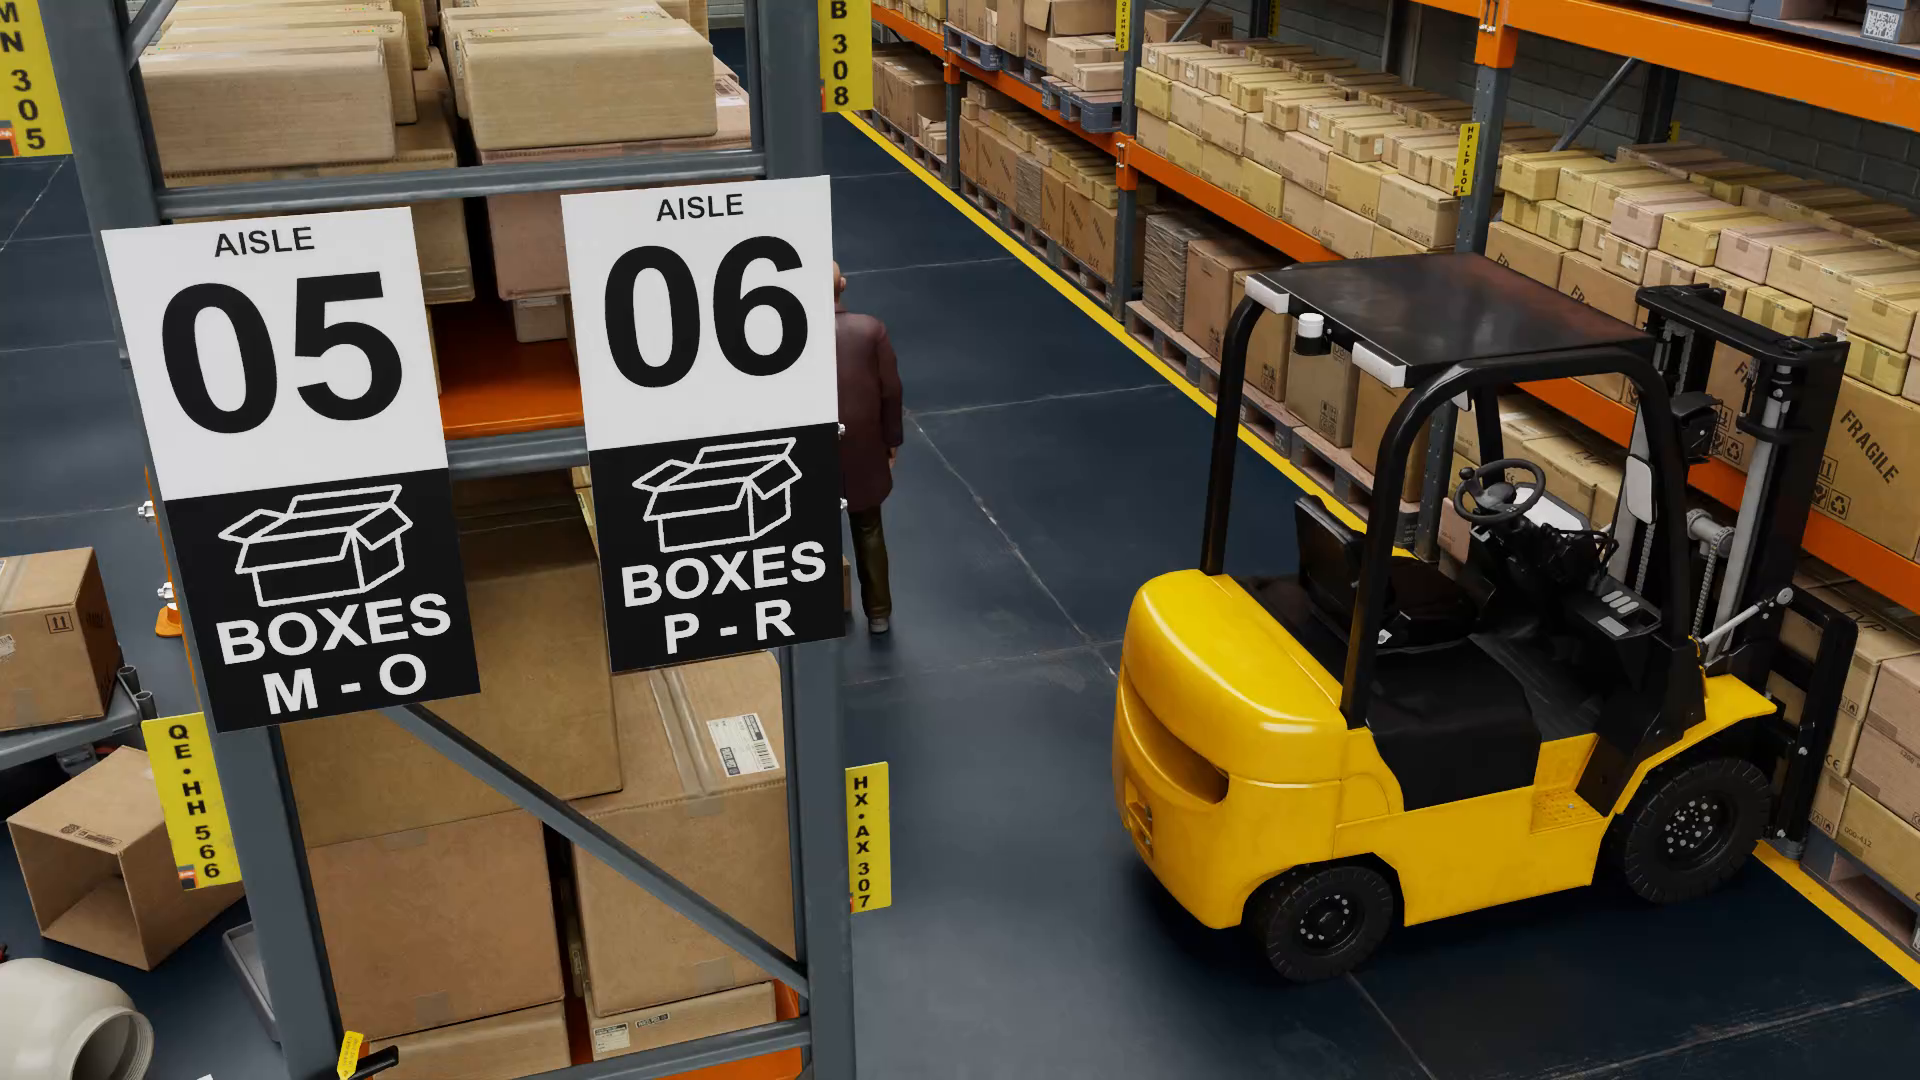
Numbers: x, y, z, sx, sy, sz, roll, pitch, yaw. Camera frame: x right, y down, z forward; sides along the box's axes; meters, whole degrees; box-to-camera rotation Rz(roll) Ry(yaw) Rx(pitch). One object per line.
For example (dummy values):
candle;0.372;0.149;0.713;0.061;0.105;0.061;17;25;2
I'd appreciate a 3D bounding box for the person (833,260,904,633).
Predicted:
person;-0.562;-0.396;7.442;0.644;1.774;0.430;-8;27;-17
